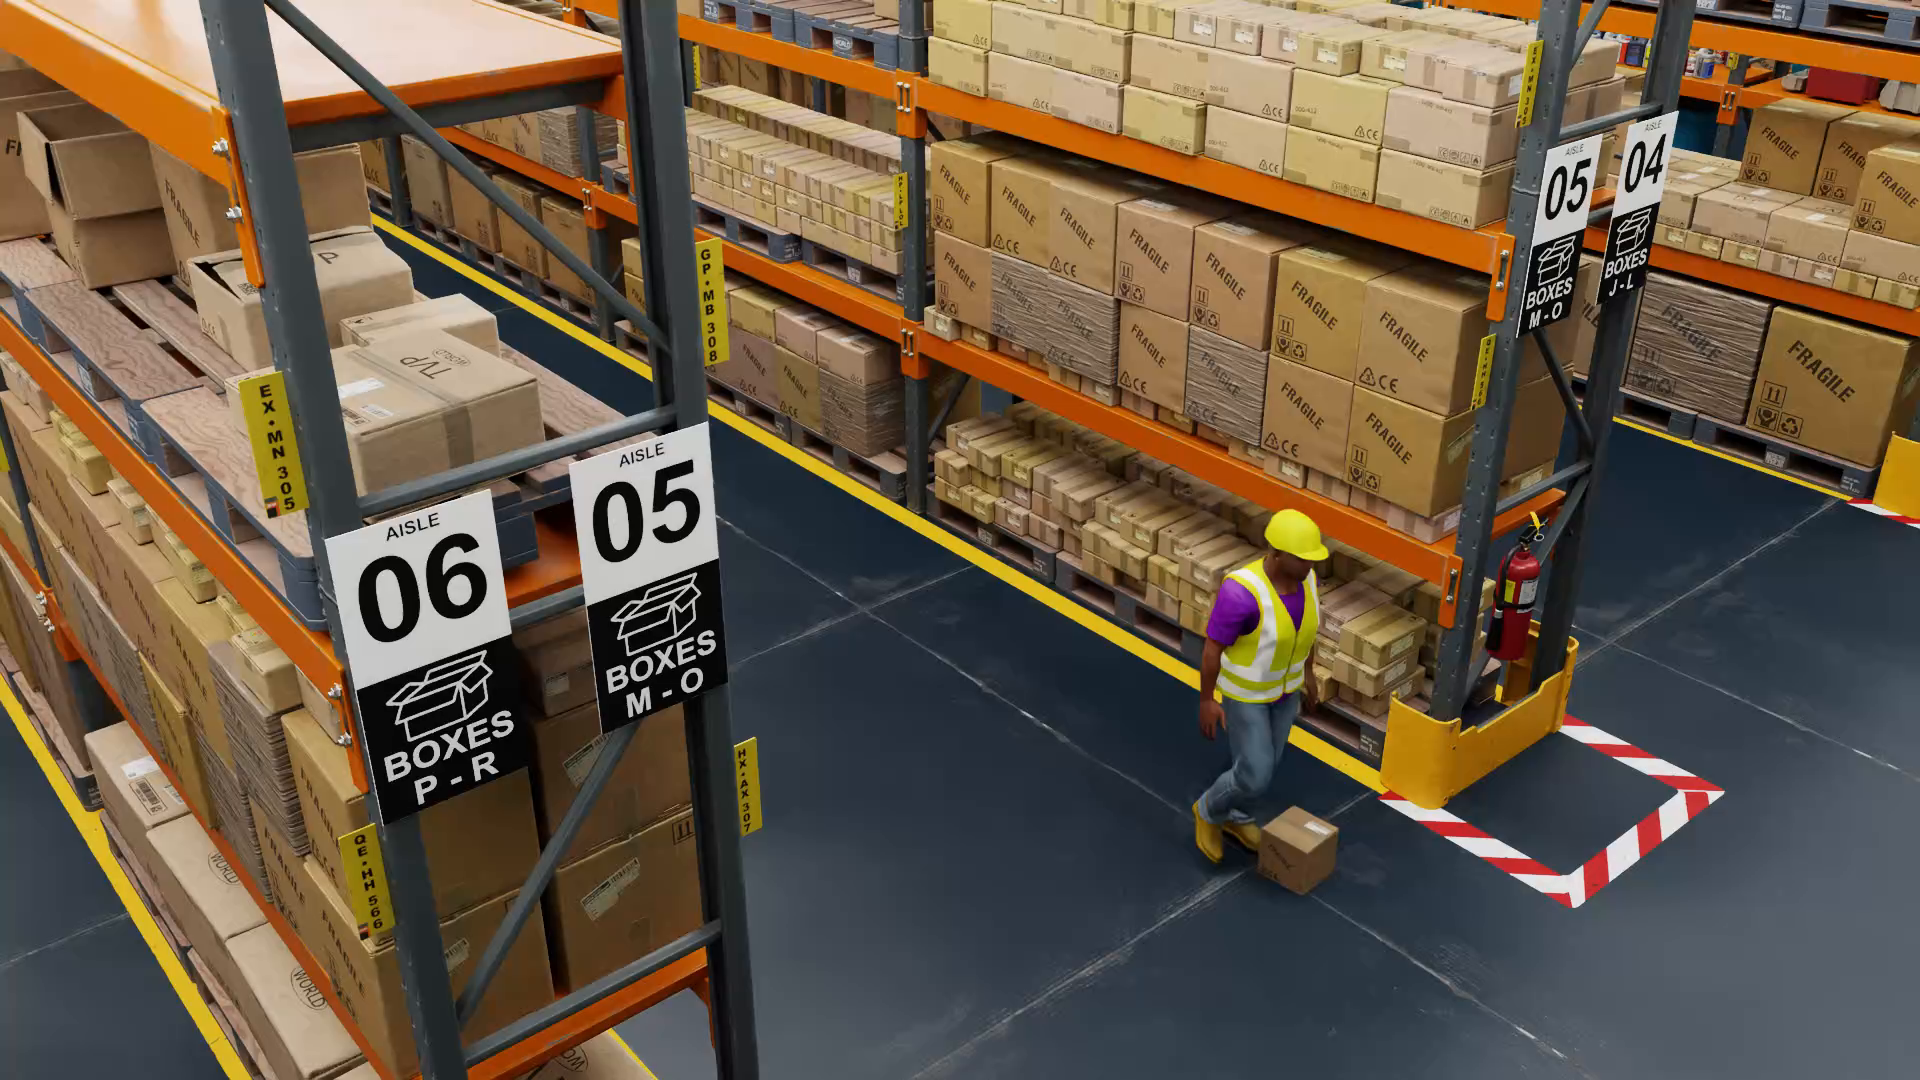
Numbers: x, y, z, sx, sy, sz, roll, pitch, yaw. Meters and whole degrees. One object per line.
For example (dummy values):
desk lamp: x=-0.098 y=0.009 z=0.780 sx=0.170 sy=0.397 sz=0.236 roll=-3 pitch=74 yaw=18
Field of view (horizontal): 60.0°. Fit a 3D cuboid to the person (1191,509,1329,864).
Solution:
person: x=1.315 y=0.652 z=7.306 sx=0.652 sy=1.755 sz=0.449 roll=-19 pitch=33 yaw=-32
